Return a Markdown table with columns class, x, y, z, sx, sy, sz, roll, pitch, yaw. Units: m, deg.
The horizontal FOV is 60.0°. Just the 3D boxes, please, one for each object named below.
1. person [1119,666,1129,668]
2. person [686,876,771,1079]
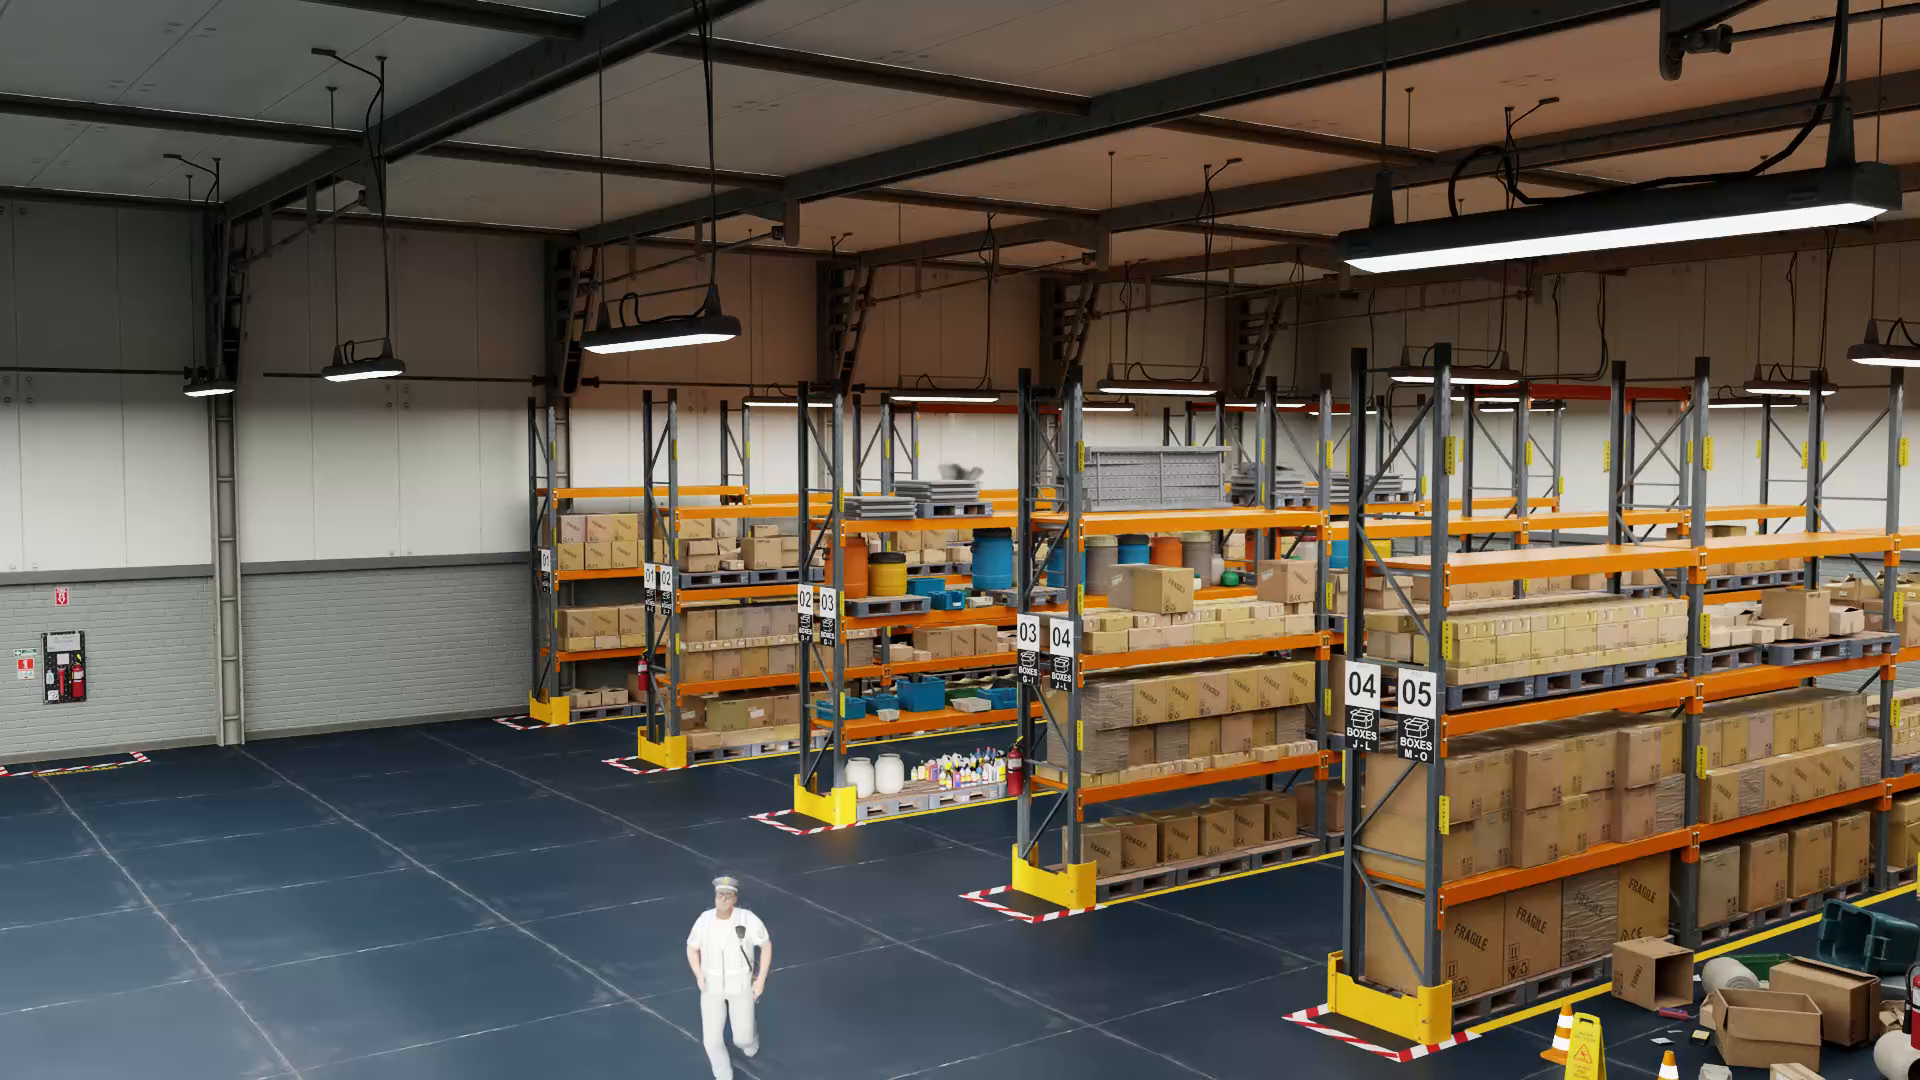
| class | x | y | z | sx | sy | sz | roll | pitch | yaw |
| --- | --- | --- | --- | --- | --- | --- | --- | --- | --- |
| person | 2.729 | 2.614 | 28.261 | 0.656 | 1.751 | 0.673 | -2 | 4 | -30 |
| person | -1.848 | 3.525 | 13.270 | 0.682 | 1.736 | 0.657 | 0 | 3 | -1 |
